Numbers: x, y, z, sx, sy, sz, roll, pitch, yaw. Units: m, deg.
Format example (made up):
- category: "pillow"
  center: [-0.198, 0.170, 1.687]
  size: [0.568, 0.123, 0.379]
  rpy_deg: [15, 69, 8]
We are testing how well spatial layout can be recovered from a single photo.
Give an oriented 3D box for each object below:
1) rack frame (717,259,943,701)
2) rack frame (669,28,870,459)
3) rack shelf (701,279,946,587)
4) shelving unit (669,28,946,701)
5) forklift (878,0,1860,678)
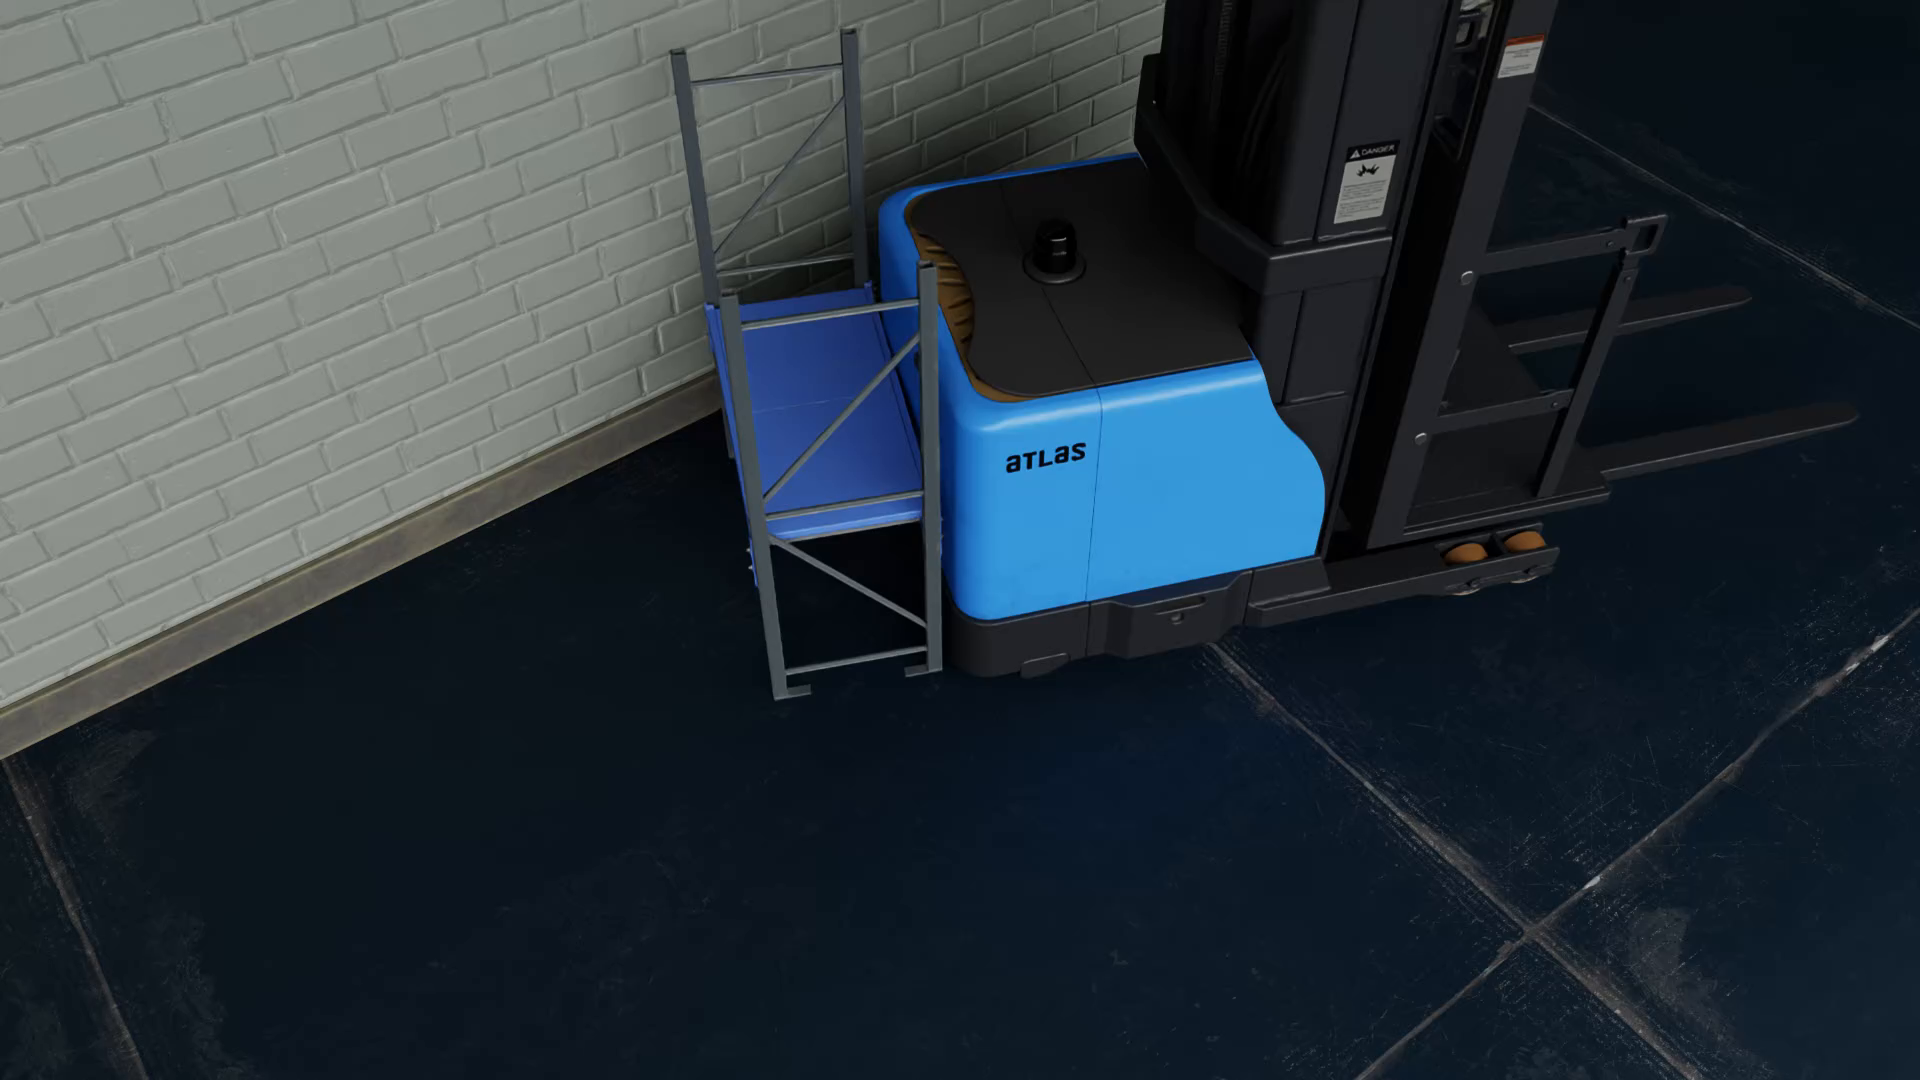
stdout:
- category: "rack frame"
  center: [-0.299, -0.089, 4.318]
  size: [0.500, 1.500, 0.032]
  rpy_deg: [-9, 49, -8]
- category: "rack frame"
  center: [-0.522, -0.824, 4.984]
  size: [0.500, 1.500, 0.032]
  rpy_deg: [-9, 49, -8]
- category: "rack shelf"
  center: [-0.411, -0.336, 4.785]
  size: [0.538, 0.185, 1.000]
  rpy_deg: [-9, 49, -8]
- category: "shelving unit"
  center: [-0.411, -0.456, 4.651]
  size: [0.538, 1.500, 1.048]
  rpy_deg: [-9, 49, -8]
- category: "forklift"
  center: [1.329, -1.184, 4.345]
  size: [3.031, 2.935, 1.130]
  rpy_deg: [-11, 49, -10]
